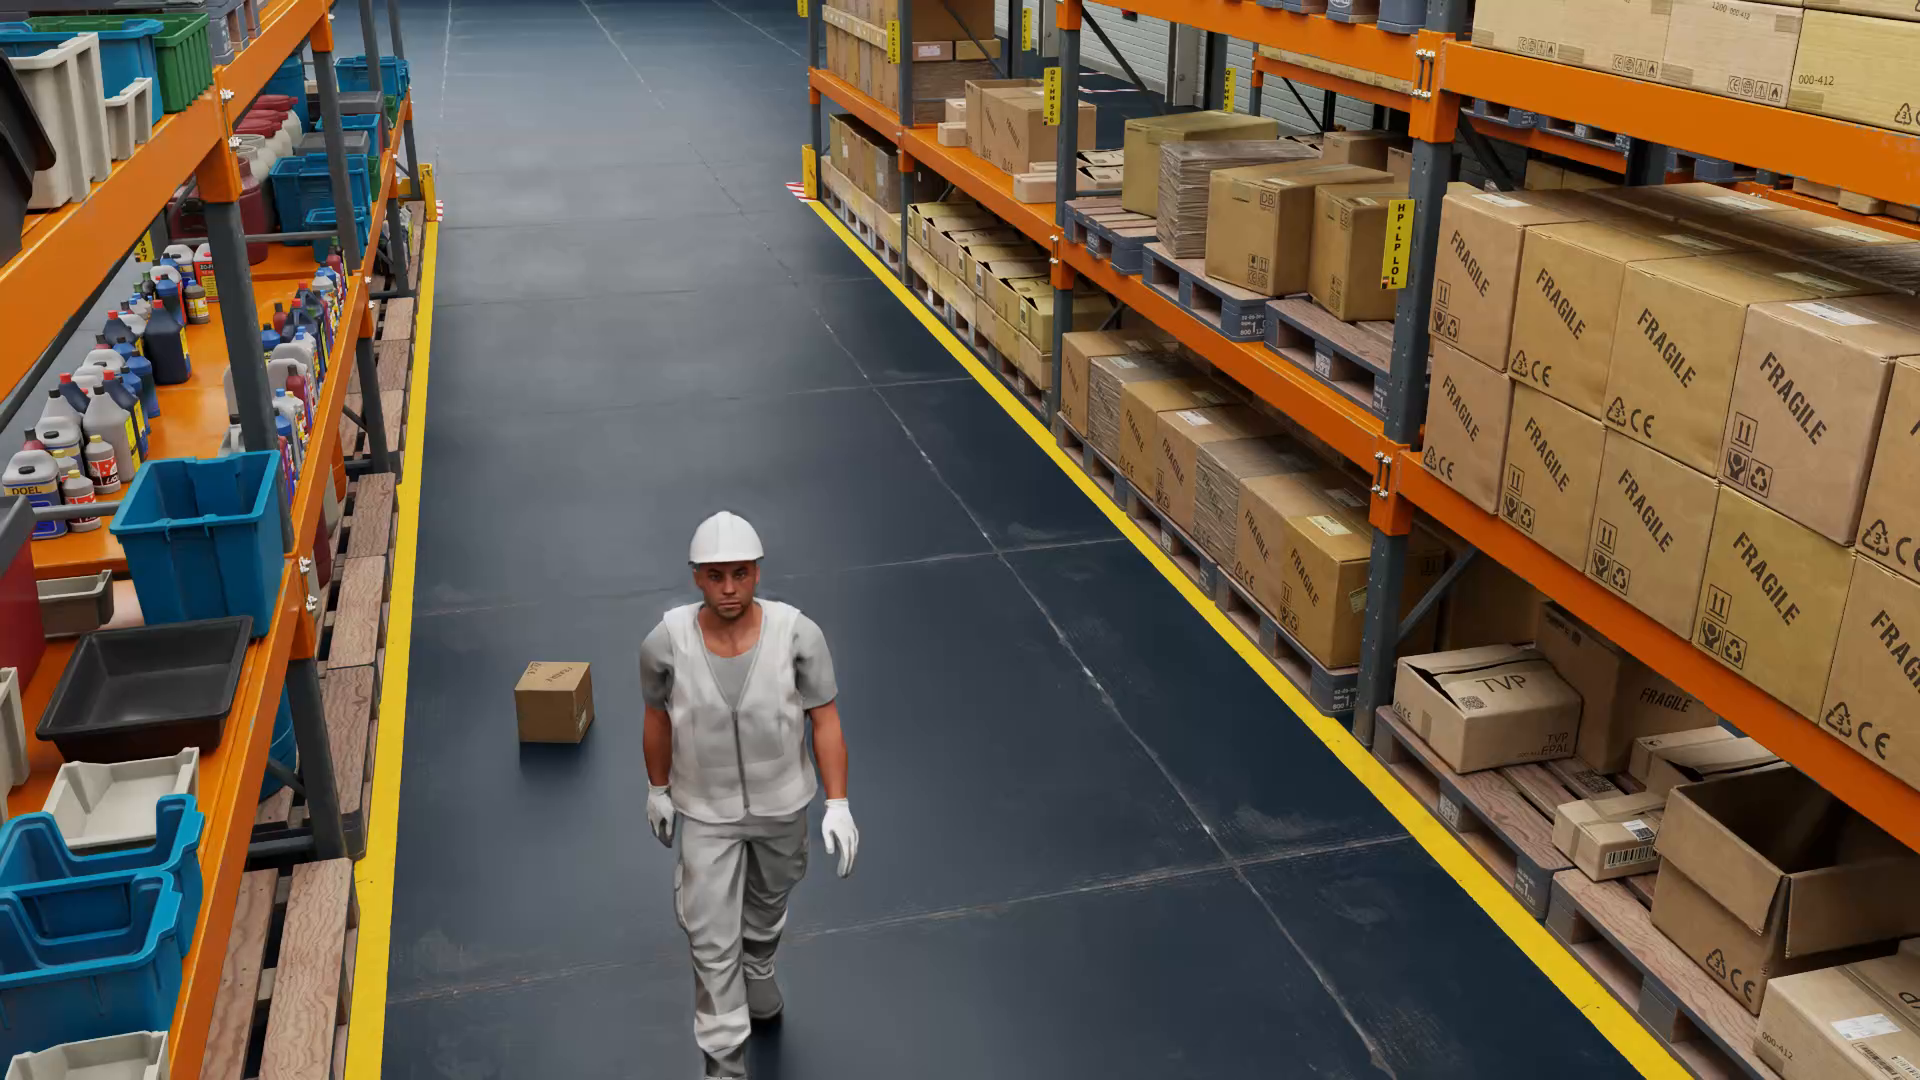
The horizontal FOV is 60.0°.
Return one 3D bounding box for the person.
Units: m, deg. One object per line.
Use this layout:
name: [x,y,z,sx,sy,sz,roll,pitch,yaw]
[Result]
person: [-0.582,0.780,4.651,0.569,1.738,0.968,-5,23,-12]
